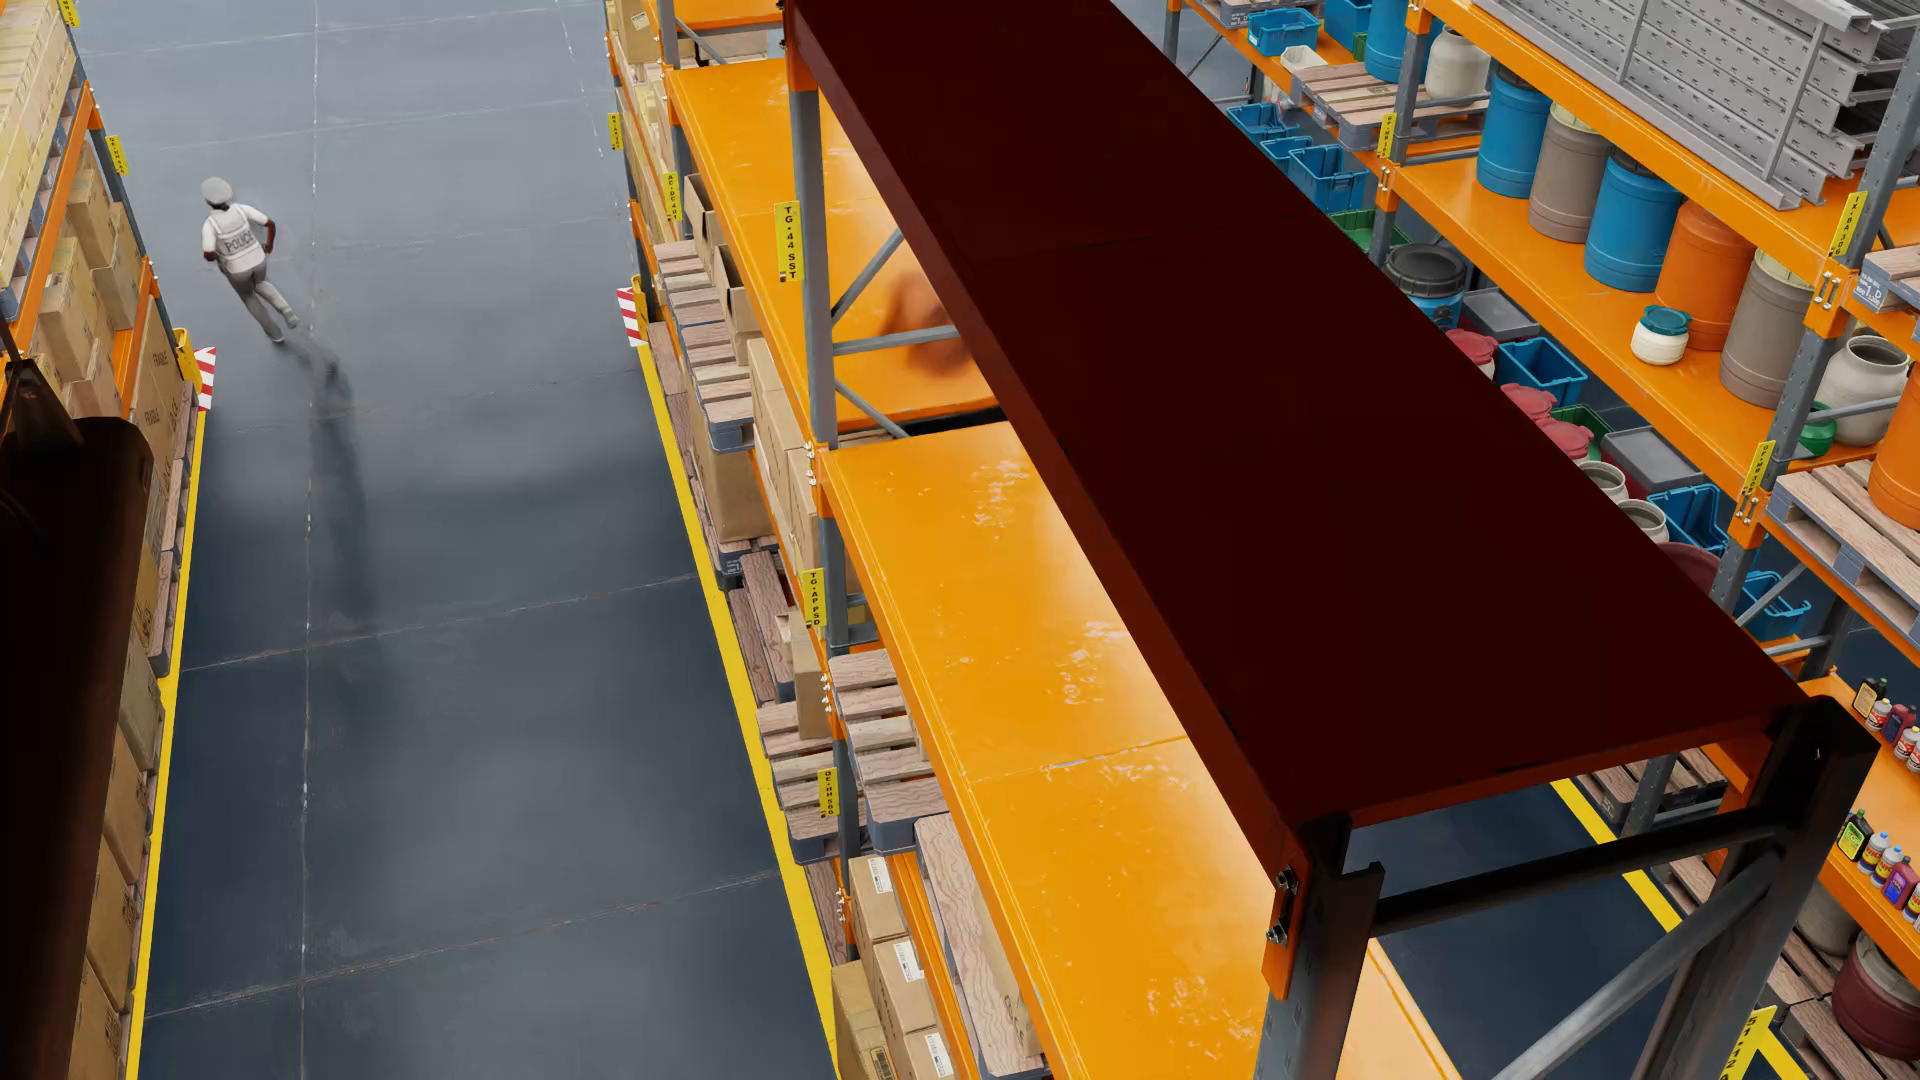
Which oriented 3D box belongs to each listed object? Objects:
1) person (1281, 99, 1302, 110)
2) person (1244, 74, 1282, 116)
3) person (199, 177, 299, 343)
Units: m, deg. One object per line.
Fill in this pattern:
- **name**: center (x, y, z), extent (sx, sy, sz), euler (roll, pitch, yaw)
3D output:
- **person**: center (3.777, -5.635, 18.537), extent (0.628, 1.751, 0.643), euler (6, 39, 7)
- **person**: center (2.998, -4.258, 16.755), extent (0.947, 1.755, 0.717), euler (25, 45, 28)
- **person**: center (-6.315, -2.431, 14.583), extent (0.514, 1.638, 0.591), euler (25, 45, 28)
